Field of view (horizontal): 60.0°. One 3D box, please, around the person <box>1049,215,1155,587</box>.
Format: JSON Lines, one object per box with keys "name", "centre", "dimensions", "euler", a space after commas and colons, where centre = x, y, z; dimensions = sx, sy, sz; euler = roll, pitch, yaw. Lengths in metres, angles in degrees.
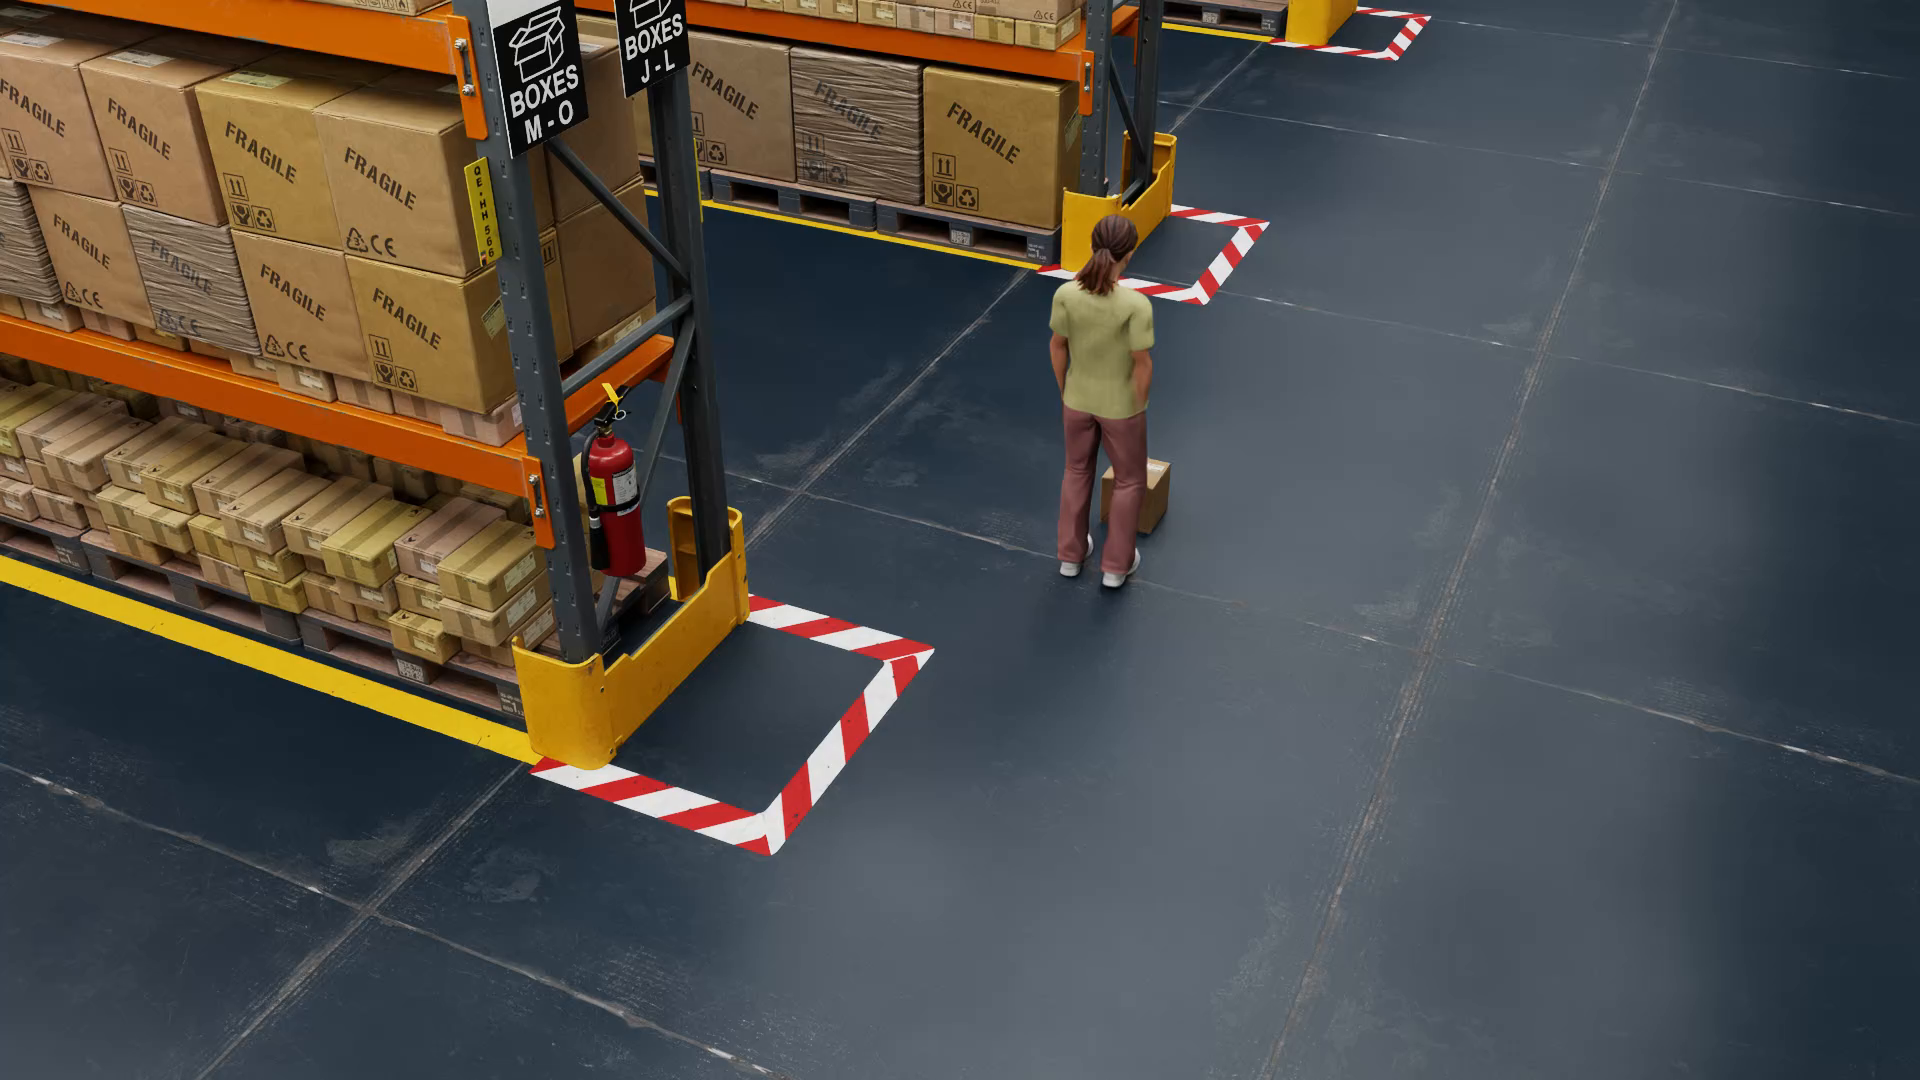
{"name": "person", "centre": [0.592, -0.566, 7.009], "dimensions": [0.455, 1.664, 0.355], "euler": [15, 37, 21]}
